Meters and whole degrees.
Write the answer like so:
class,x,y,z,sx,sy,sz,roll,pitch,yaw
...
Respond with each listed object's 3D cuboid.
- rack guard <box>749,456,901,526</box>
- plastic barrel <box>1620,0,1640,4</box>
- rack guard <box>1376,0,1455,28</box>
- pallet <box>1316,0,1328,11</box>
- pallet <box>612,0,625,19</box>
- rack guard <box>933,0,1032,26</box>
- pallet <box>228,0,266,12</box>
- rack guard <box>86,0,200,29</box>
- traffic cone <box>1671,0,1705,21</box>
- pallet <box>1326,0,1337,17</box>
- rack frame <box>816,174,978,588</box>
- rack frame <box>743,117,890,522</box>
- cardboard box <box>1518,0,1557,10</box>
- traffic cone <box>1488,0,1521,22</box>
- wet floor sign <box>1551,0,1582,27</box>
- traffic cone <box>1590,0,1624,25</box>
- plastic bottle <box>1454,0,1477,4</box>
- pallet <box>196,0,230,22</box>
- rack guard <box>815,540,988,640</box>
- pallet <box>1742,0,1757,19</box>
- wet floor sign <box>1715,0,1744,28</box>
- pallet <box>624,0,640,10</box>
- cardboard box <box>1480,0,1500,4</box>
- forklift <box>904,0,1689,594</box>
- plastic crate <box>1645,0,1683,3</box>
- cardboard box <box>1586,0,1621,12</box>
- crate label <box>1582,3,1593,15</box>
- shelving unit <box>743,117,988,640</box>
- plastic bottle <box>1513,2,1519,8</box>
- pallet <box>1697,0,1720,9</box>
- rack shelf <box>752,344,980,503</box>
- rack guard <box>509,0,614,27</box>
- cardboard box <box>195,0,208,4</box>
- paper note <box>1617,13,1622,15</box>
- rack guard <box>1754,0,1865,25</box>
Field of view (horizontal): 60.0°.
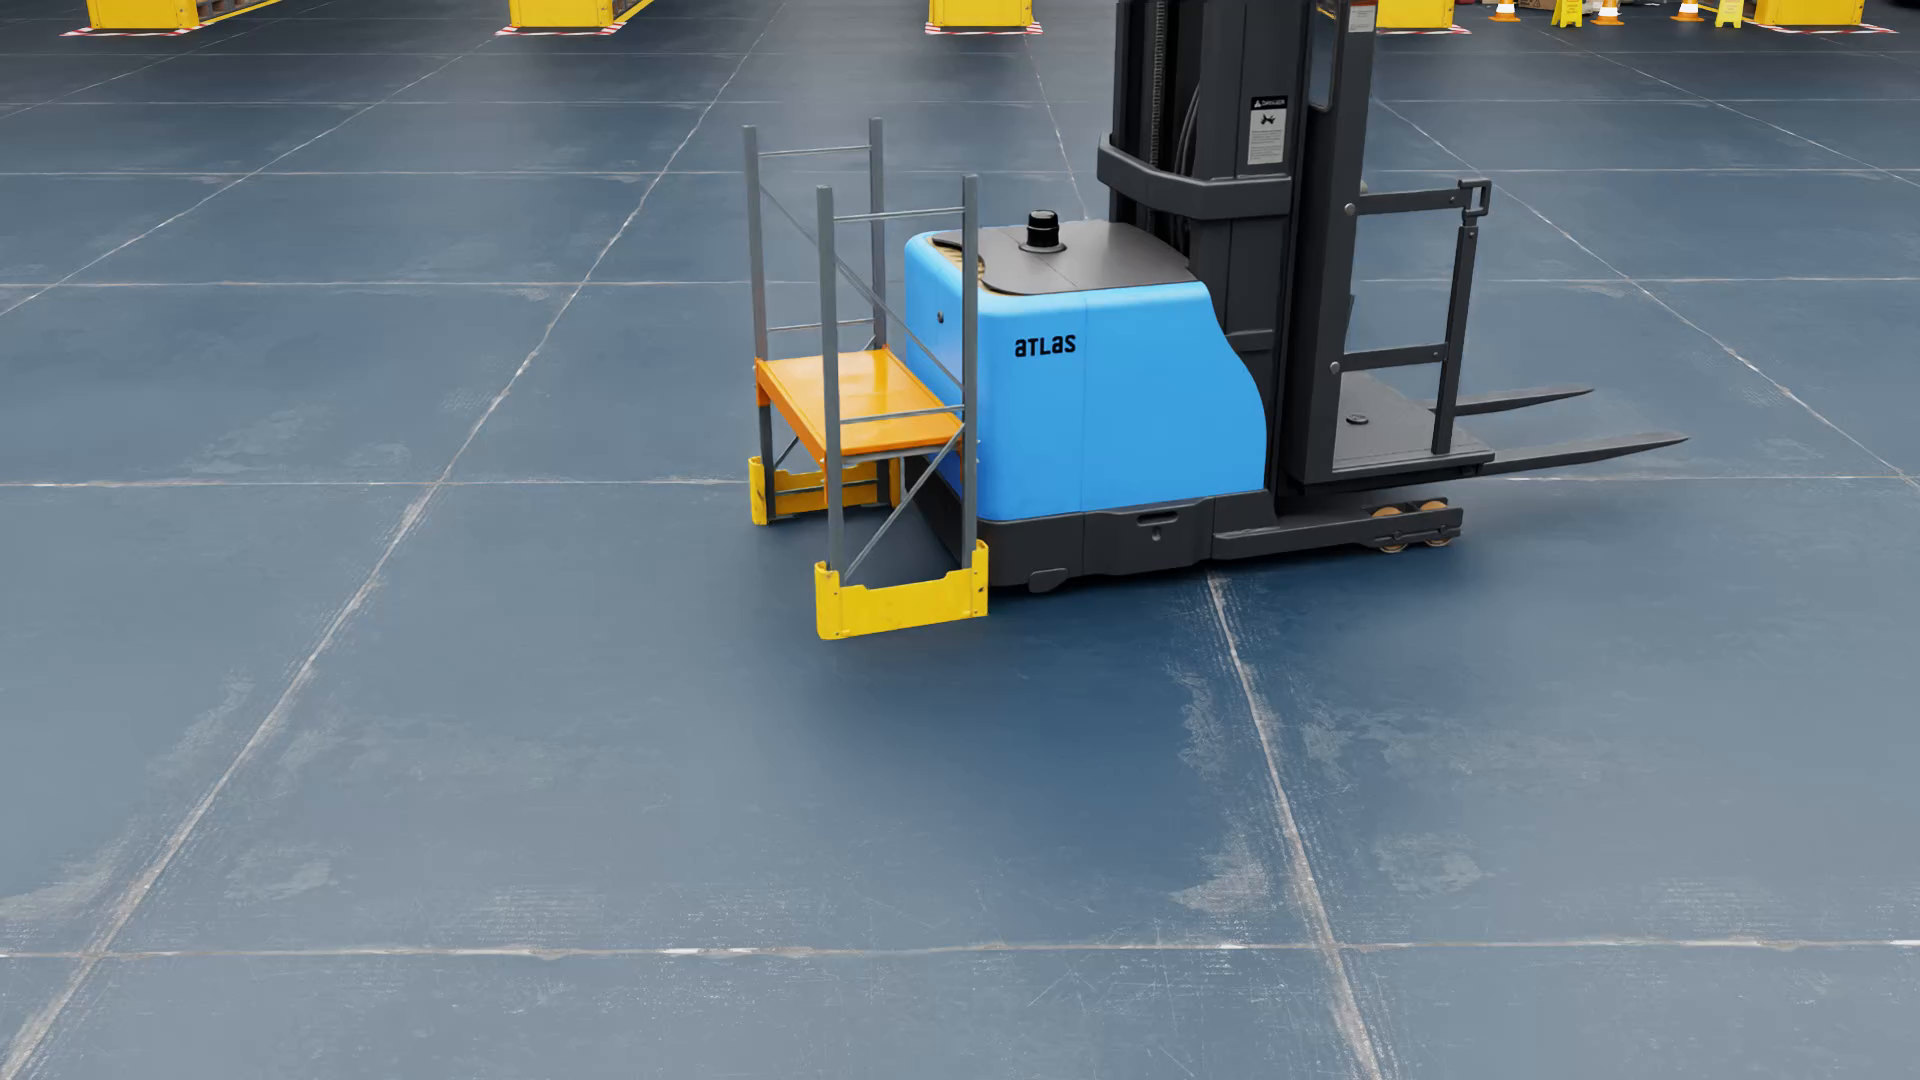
class,x,y,z,sx,sy,sz,roll,pitch,yaw
rack guard,-0.518,-0.222,6.437,0.587,0.250,0.087,-8,26,-17
plastic barrel,8.636,-7.217,21.694,0.512,0.421,0.421,19,30,35
rack guard,5.224,-6.334,19.649,1.175,0.500,0.348,0,24,-1
pallet,5.127,-7.043,21.566,1.003,0.211,1.213,0,24,-1
pallet,-4.741,-6.575,20.532,1.003,0.211,1.213,0,24,-1
rack guard,0.262,-6.395,19.782,1.175,0.500,0.348,0,24,-1
pallet,-9.703,-7.005,21.483,1.003,0.211,1.213,0,24,-1
rack guard,-9.642,-6.311,19.596,1.175,0.500,0.348,0,24,-1
traffic cone,8.878,-6.562,20.198,0.336,0.463,0.334,0,24,-1
pallet,5.137,-6.542,20.458,1.003,0.211,1.213,0,24,-1
rack frame,-0.185,-0.396,5.305,0.500,1.500,0.032,-8,26,-17
rack frame,-0.518,-0.792,6.180,0.500,1.500,0.032,-8,26,-17
cardboard box,7.622,-7.122,21.386,0.797,0.503,0.637,-19,31,-36
traffic cone,6.638,-6.552,20.176,0.336,0.463,0.334,0,24,-1
wet floor sign,7.204,-6.407,19.634,0.267,0.644,0.232,-4,25,-10
traffic cone,7.772,-6.417,19.877,0.336,0.463,0.334,0,24,-1
plastic bottle,6.623,-7.057,21.779,0.283,0.061,0.133,-9,26,-19
pallet,-9.693,-6.504,20.374,1.003,0.211,1.213,0,24,-1
rack guard,-0.192,0.166,5.579,0.587,0.250,0.087,-8,26,-17
pallet,10.198,-6.643,20.681,1.003,0.211,1.213,0,24,-1
wet floor sign,9.105,-6.391,19.598,0.267,0.644,0.232,8,26,18
pallet,-4.751,-7.077,21.641,1.003,0.211,1.213,0,24,-1
cardboard box,7.041,-7.186,21.815,0.396,0.266,0.258,4,25,9
forklift,1.357,-1.487,5.981,3.031,2.935,1.130,-7,25,-16
plastic crate,9.326,-7.214,22.104,0.402,0.080,0.583,-9,26,-19
cardboard box,8.138,-6.779,21.057,0.380,0.149,0.250,13,27,27
crate label,7.701,-6.593,20.660,0.250,0.136,0.298,-14,28,-28
shelving unit,-0.355,-0.597,5.750,0.587,1.500,1.083,-8,26,-17
plastic bottle,7.065,-6.908,21.450,0.133,0.061,0.283,-9,26,-19
pallet,10.188,-7.144,21.790,1.003,0.211,1.213,0,24,-1
rack shelf,-0.352,-0.430,5.817,0.538,0.185,1.000,-8,26,-17
rack guard,-4.737,-6.372,19.733,1.175,0.500,0.348,0,24,-1
cardboard box,-9.426,-6.620,20.074,0.500,0.250,0.500,0,24,-1
paper note,8.172,-6.575,20.750,0.148,0.019,0.142,-9,26,-19
rack guard,10.172,-6.439,19.881,1.175,0.500,0.348,0,24,-1
